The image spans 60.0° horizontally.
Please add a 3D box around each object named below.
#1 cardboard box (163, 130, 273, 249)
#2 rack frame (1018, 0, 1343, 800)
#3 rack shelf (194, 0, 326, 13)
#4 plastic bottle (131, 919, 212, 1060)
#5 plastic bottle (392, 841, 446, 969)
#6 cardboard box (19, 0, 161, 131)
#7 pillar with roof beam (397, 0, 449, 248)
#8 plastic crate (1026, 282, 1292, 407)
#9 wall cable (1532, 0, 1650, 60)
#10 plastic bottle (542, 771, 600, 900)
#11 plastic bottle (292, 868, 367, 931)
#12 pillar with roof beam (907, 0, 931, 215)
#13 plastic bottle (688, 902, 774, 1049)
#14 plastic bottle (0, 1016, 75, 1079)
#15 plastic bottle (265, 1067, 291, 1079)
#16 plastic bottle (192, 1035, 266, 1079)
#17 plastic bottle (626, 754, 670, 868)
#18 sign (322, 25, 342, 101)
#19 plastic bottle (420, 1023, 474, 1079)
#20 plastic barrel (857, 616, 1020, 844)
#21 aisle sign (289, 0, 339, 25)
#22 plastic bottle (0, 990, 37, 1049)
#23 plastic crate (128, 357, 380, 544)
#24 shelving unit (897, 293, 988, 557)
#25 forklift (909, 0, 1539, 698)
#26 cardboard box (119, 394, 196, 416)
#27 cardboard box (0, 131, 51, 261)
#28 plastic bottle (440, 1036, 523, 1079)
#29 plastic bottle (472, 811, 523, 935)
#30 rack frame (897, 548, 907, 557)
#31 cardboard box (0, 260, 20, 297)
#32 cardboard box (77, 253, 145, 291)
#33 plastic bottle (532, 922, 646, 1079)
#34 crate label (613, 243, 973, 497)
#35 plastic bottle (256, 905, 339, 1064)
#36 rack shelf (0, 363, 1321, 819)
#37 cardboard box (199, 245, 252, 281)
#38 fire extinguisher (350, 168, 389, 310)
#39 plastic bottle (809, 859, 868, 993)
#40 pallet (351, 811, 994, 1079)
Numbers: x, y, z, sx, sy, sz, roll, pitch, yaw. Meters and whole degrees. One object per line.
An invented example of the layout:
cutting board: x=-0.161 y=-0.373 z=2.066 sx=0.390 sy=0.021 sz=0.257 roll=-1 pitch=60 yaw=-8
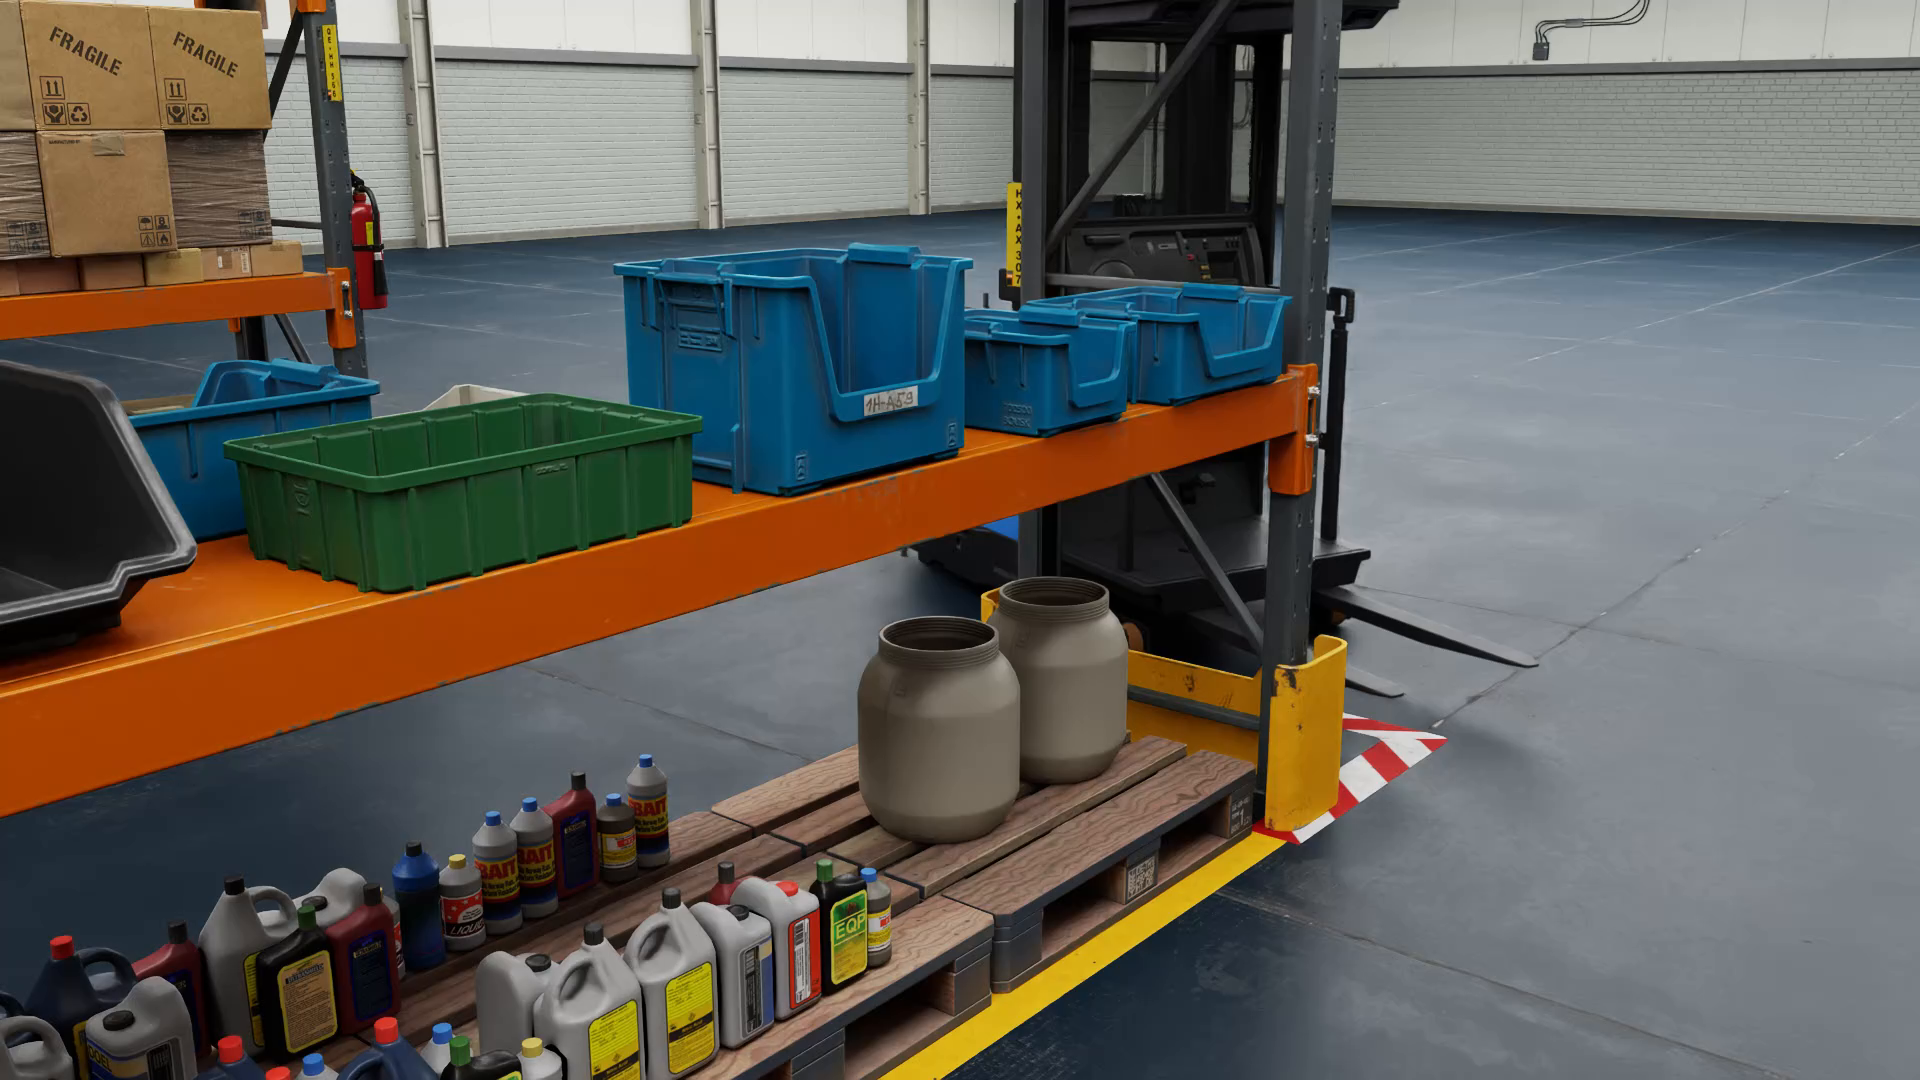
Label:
cardboard box: x=-3.604 y=-1.607 z=7.550 sx=0.875 sy=0.500 sz=0.500 roll=11 pitch=18 yaw=38
rack frame: x=0.615 y=-0.749 z=4.980 sx=1.000 sy=3.000 sz=0.127 roll=11 pitch=18 yaw=38
rack shelf: x=-4.494 y=-2.238 z=6.209 sx=1.077 sy=0.370 sz=4.000 roll=11 pitch=18 yaw=38
plastic bottle: x=-1.527 y=0.878 z=3.199 sx=0.061 sy=0.283 sz=0.133 roll=13 pitch=19 yaw=41
plastic bottle: x=-1.172 y=0.782 z=3.598 sx=0.097 sy=0.271 sz=0.097 roll=0 pitch=14 yaw=0
cardboard box: x=-3.700 y=-1.953 z=6.880 sx=0.500 sy=0.500 sz=0.500 roll=11 pitch=18 yaw=38
pillar with roof beam: x=-5.056 y=-8.362 z=22.764 sx=9.100 sy=9.000 sz=0.400 roll=11 pitch=18 yaw=38
plastic crate: x=0.534 y=-0.535 z=4.439 sx=0.499 sy=0.251 sz=0.616 roll=11 pitch=18 yaw=38
wall cable: x=13.163 y=-13.011 z=34.158 sx=2.305 sy=6.003 sz=0.169 roll=11 pitch=18 yaw=38
plastic bottle: x=-0.923 y=0.694 z=3.924 sx=0.061 sy=0.283 sz=0.133 roll=12 pitch=18 yaw=38
plastic bottle: x=-1.289 y=0.827 z=3.415 sx=0.152 sy=0.276 sz=0.135 roll=12 pitch=18 yaw=39
pillar with roof beam: x=2.486 y=-10.660 z=31.811 sx=9.100 sy=9.000 sz=0.400 roll=11 pitch=18 yaw=38
plastic bottle: x=-0.465 y=0.848 z=3.332 sx=0.152 sy=0.276 sz=0.135 roll=11 pitch=18 yaw=36
plastic bottle: x=-1.606 y=0.942 z=2.810 sx=0.144 sy=0.351 sz=0.185 roll=11 pitch=18 yaw=38
plastic bottle: x=-1.068 y=0.997 z=2.592 sx=0.144 sy=0.351 sz=0.185 roll=12 pitch=18 yaw=39
plastic bottle: x=-1.181 y=0.975 z=2.680 sx=0.144 sy=0.351 sz=0.185 roll=11 pitch=18 yaw=38
plastic bottle: x=-0.766 y=0.659 z=4.085 sx=0.097 sy=0.271 sz=0.097 roll=0 pitch=14 yaw=0
sign: x=-2.818 y=-2.140 z=7.463 sx=0.100 sy=0.325 sz=0.005 roll=11 pitch=18 yaw=38
plastic bottle: x=-0.887 y=0.965 z=2.878 sx=0.097 sy=0.271 sz=0.097 roll=0 pitch=14 yaw=0
plastic barrel: x=-0.054 y=0.487 z=4.314 sx=0.421 sy=0.512 sz=0.421 roll=0 pitch=14 yaw=0
aisle sign: x=-2.965 y=-2.741 z=7.541 sx=0.394 sy=0.787 sz=0.004 roll=11 pitch=18 yaw=38
plastic bottle: x=-1.718 y=0.919 z=2.898 sx=0.144 sy=0.351 sz=0.185 roll=11 pitch=18 yaw=36
plastic crate: x=-1.414 y=-0.165 z=2.983 sx=0.499 sy=0.251 sz=0.616 roll=11 pitch=18 yaw=38
shelving unit: x=-0.139 y=-0.564 z=7.905 sx=0.503 sy=1.200 sz=0.258 roll=-11 pitch=18 yaw=-36
forklift: x=0.916 y=-1.073 z=6.395 sx=1.130 sy=2.935 sz=3.031 roll=-8 pitch=16 yaw=-28
cardboard box: x=-3.642 y=-0.391 z=7.793 sx=0.500 sy=0.500 sz=0.500 roll=-12 pitch=18 yaw=-39
cardboard box: x=-4.173 y=-1.404 z=6.750 sx=0.875 sy=0.500 sz=0.500 roll=11 pitch=18 yaw=38
plastic bottle: x=-0.814 y=0.968 z=2.842 sx=0.061 sy=0.283 sz=0.133 roll=12 pitch=19 yaw=40
plastic bottle: x=-1.045 y=0.744 z=3.751 sx=0.097 sy=0.271 sz=0.097 roll=0 pitch=14 yaw=0
rack frame: x=-0.331 y=-0.527 z=7.760 sx=0.015 sy=1.200 sz=0.240 roll=-11 pitch=18 yaw=-36
cardboard box: x=-4.028 y=-1.066 z=6.735 sx=0.380 sy=0.149 sz=0.250 roll=11 pitch=18 yaw=38
cardboard box: x=-3.699 y=-1.158 z=7.101 sx=0.380 sy=0.149 sz=0.250 roll=11 pitch=18 yaw=38
plastic bottle: x=-0.683 y=0.879 z=3.055 sx=0.144 sy=0.351 sz=0.185 roll=11 pitch=18 yaw=37
crate label: x=-0.331 y=-0.372 z=3.424 sx=0.502 sy=0.435 sz=0.616 roll=11 pitch=18 yaw=38
plastic bottle: x=-1.299 y=0.864 z=3.251 sx=0.061 sy=0.283 sz=0.133 roll=11 pitch=18 yaw=38
rack shelf: x=-0.642 y=-0.018 z=3.561 sx=1.077 sy=0.370 sz=4.000 roll=11 pitch=18 yaw=38
cardboard box: x=-3.413 y=-1.260 z=7.500 sx=0.380 sy=0.149 sz=0.250 roll=11 pitch=18 yaw=38
fire extinguisher: x=-2.807 y=-1.429 z=7.812 sx=0.296 sy=0.674 sz=0.183 roll=11 pitch=18 yaw=38
plastic bottle: x=-0.257 y=0.799 z=3.510 sx=0.061 sy=0.283 sz=0.133 roll=12 pitch=18 yaw=39
pallet: x=-0.678 y=1.011 z=3.713 sx=1.003 sy=0.211 sz=1.213 roll=11 pitch=18 yaw=38
